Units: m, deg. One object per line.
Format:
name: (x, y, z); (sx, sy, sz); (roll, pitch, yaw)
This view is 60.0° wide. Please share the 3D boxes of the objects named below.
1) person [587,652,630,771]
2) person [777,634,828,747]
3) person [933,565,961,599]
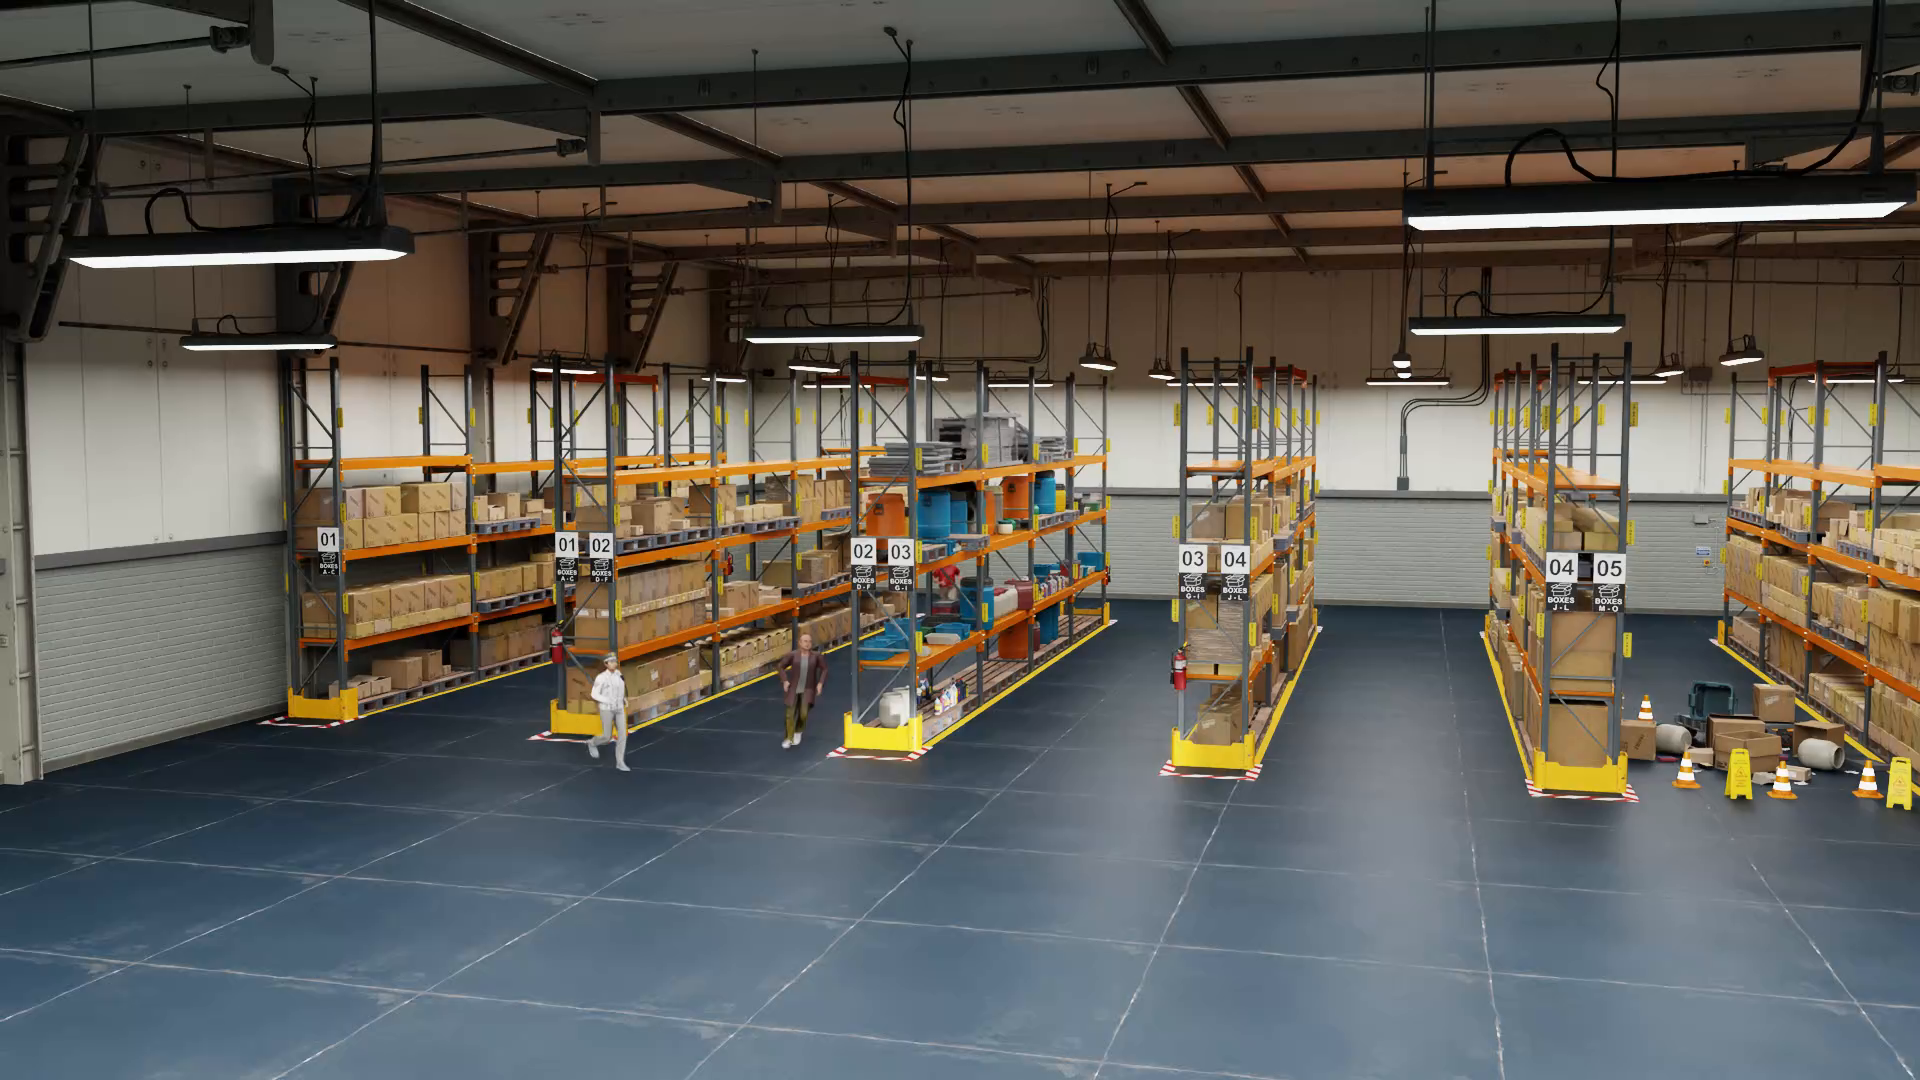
person: (-4.982, 2.424, 23.723); (0.855, 1.684, 0.623); (4, 6, 42)
person: (-2.391, 2.298, 25.241); (0.779, 1.708, 0.574); (0, 4, -3)
person: (-0.322, 1.251, 39.556); (0.704, 1.779, 0.843); (0, 4, 0)
